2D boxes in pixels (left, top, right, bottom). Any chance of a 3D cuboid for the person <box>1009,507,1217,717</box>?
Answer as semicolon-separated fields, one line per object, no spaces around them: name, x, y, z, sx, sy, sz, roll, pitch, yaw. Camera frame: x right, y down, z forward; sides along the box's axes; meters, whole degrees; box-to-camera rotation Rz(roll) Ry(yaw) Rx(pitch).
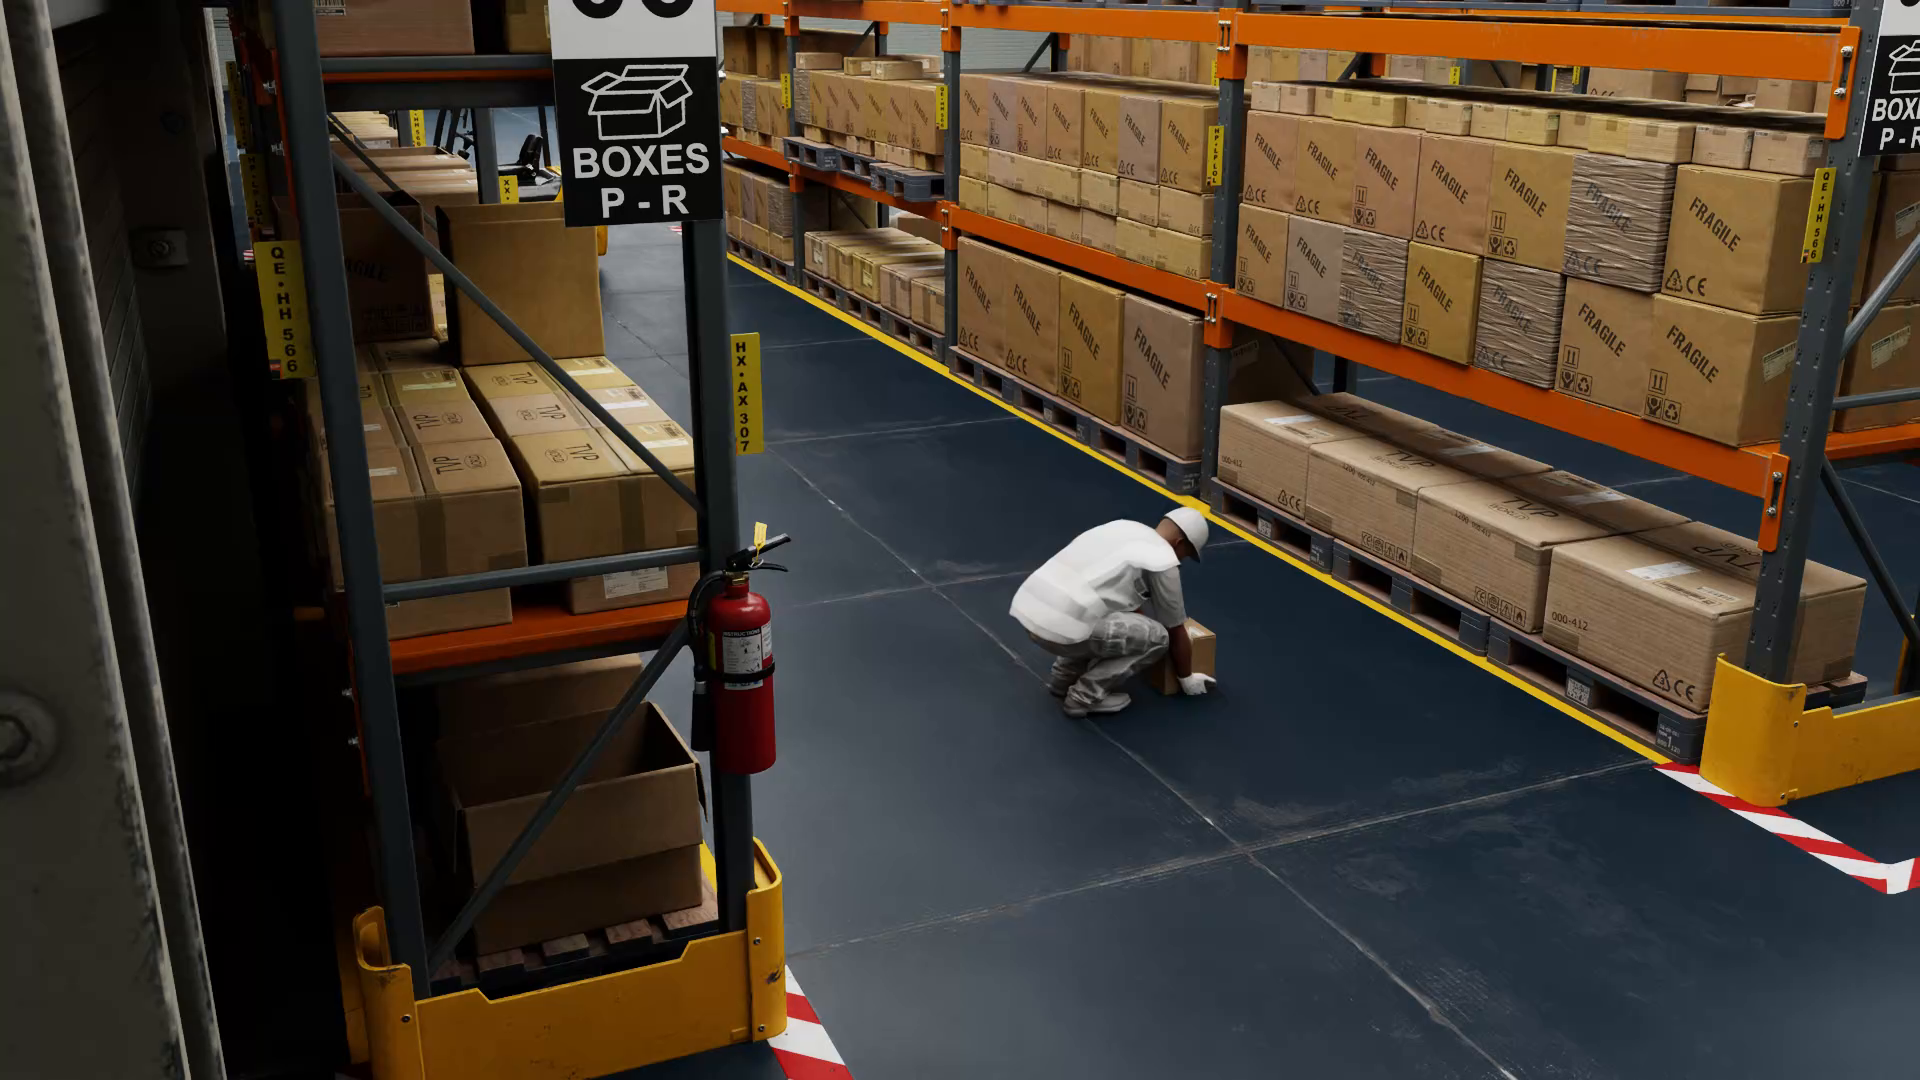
person;0.669;0.333;7.228;0.937;0.876;0.575;-8;20;-22
